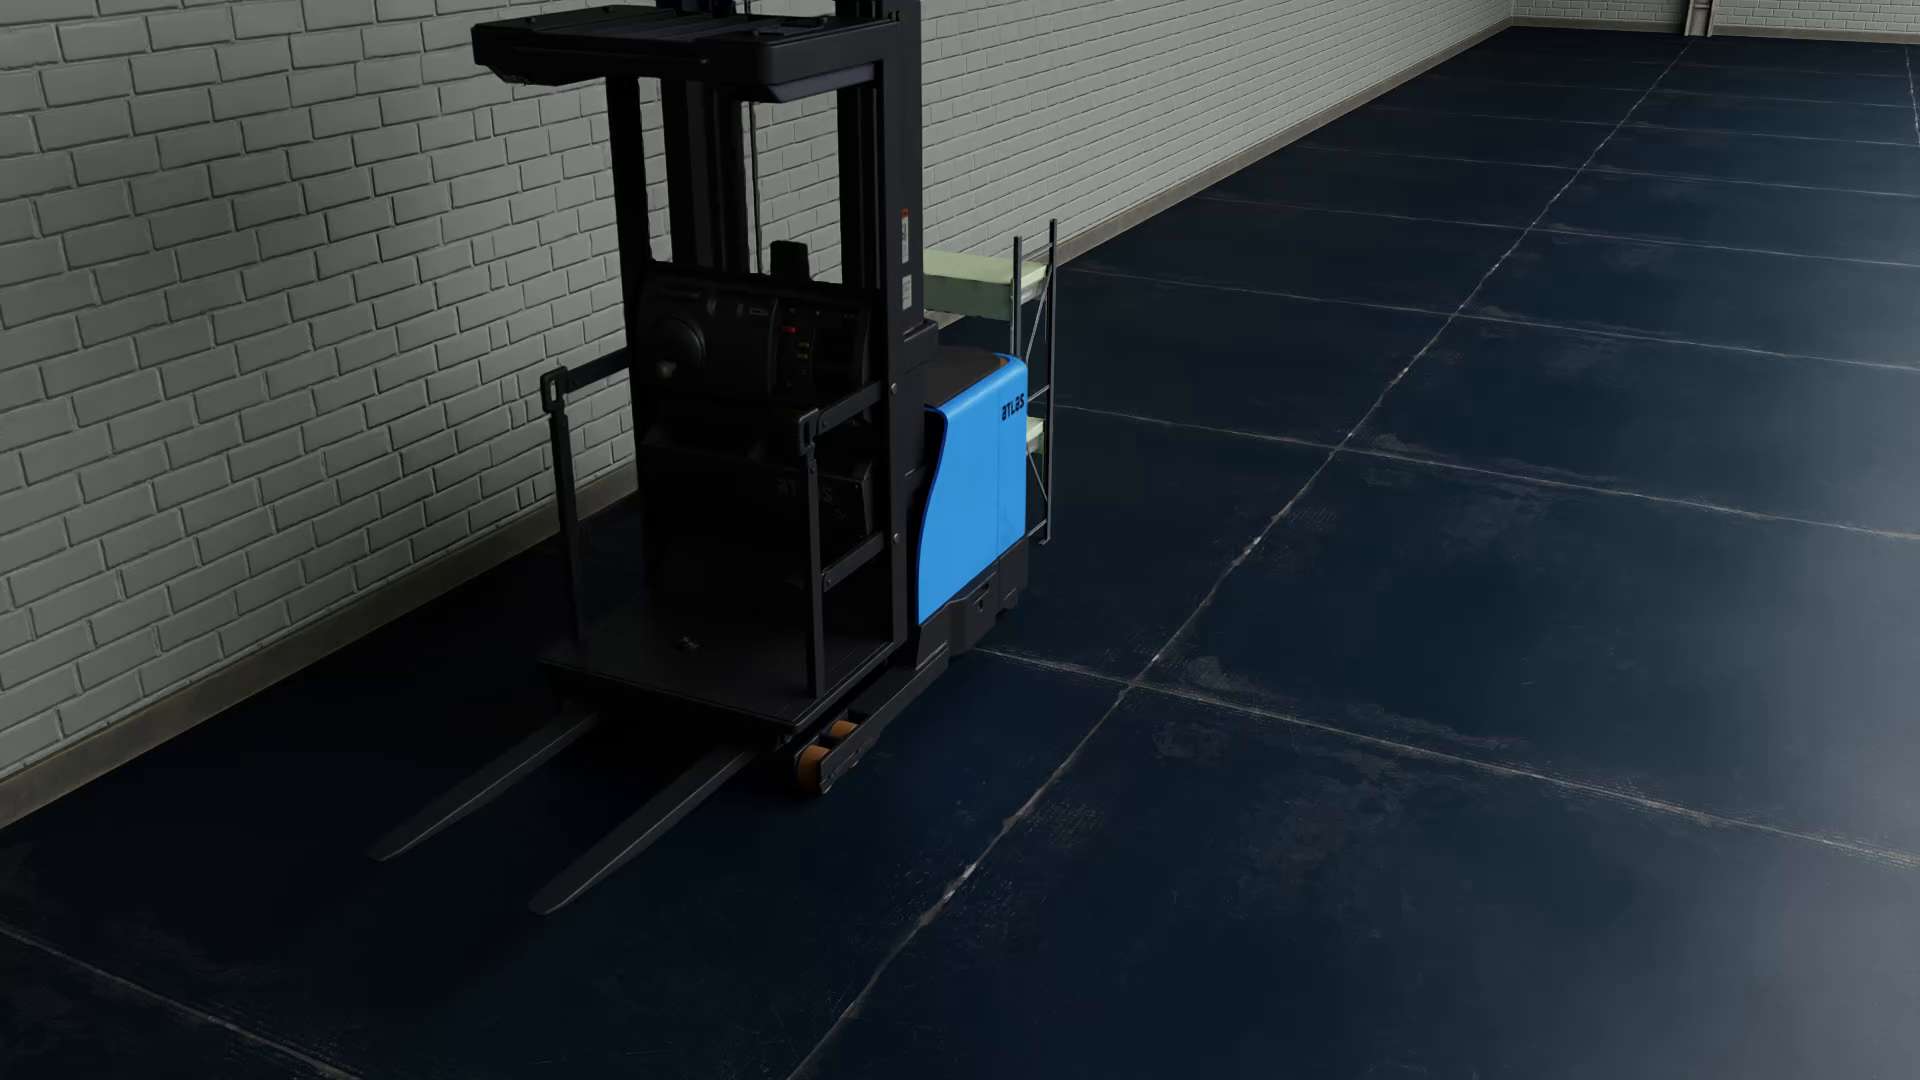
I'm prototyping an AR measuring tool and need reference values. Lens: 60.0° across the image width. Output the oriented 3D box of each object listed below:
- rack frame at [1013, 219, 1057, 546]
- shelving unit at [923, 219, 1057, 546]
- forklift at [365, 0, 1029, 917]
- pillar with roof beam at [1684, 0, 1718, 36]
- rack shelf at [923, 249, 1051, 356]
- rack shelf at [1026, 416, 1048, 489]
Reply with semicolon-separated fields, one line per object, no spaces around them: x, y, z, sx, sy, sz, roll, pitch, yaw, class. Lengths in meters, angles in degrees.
0.321;-0.627;7.307;0.023;1.500;0.400;11;25;25;rack frame
-0.006;-0.691;7.459;0.755;1.500;0.431;11;25;25;shelving unit
-0.812;-0.674;5.589;1.130;2.935;3.031;11;25;24;forklift
10.091;-10.875;21.823;0.400;9.000;9.100;11;25;25;pillar with roof beam
-0.006;-1.050;7.307;0.720;0.370;0.431;11;25;25;rack shelf
-0.006;-0.391;7.587;0.720;0.370;0.431;11;25;25;rack shelf
